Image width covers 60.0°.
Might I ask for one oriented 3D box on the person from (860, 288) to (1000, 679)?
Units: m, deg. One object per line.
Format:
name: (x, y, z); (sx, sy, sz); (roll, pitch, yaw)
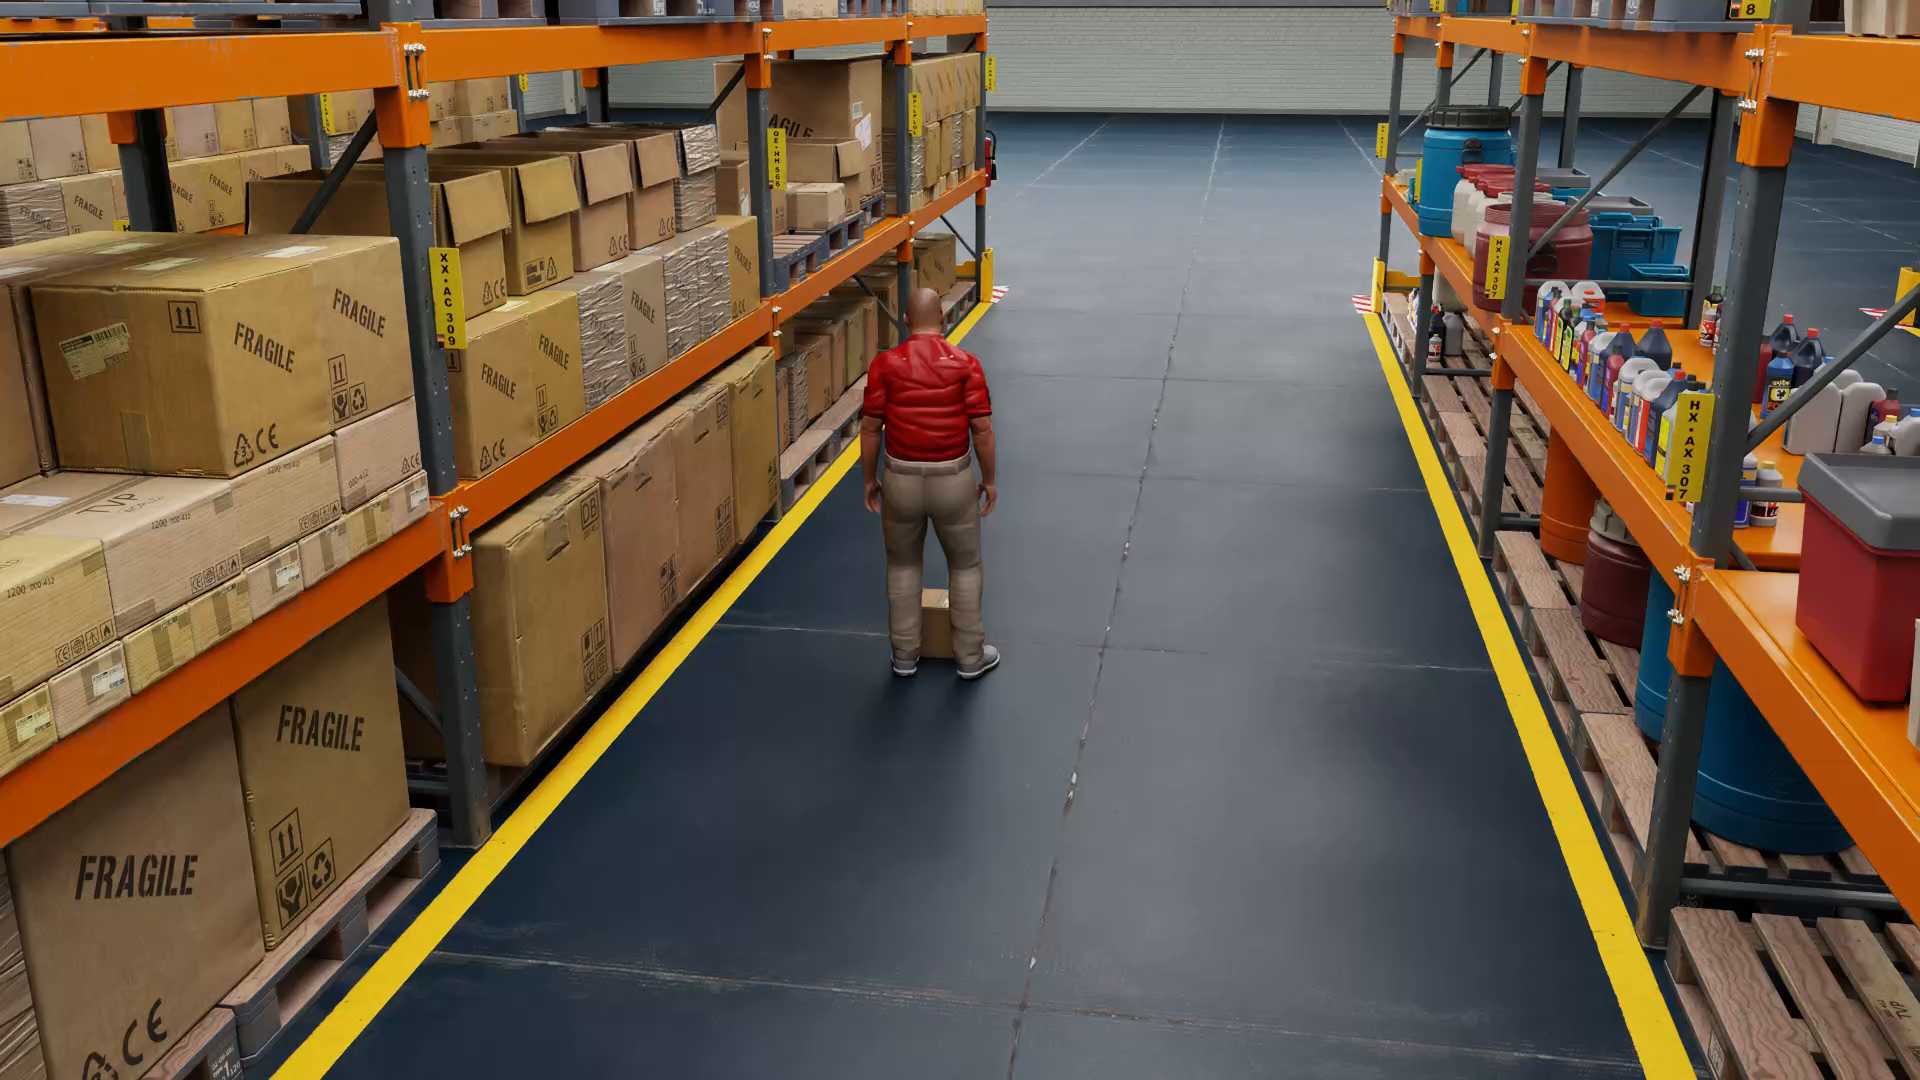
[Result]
person: (-0.131, -0.238, 7.315); (0.606, 1.728, 0.386); (2, 18, 6)
